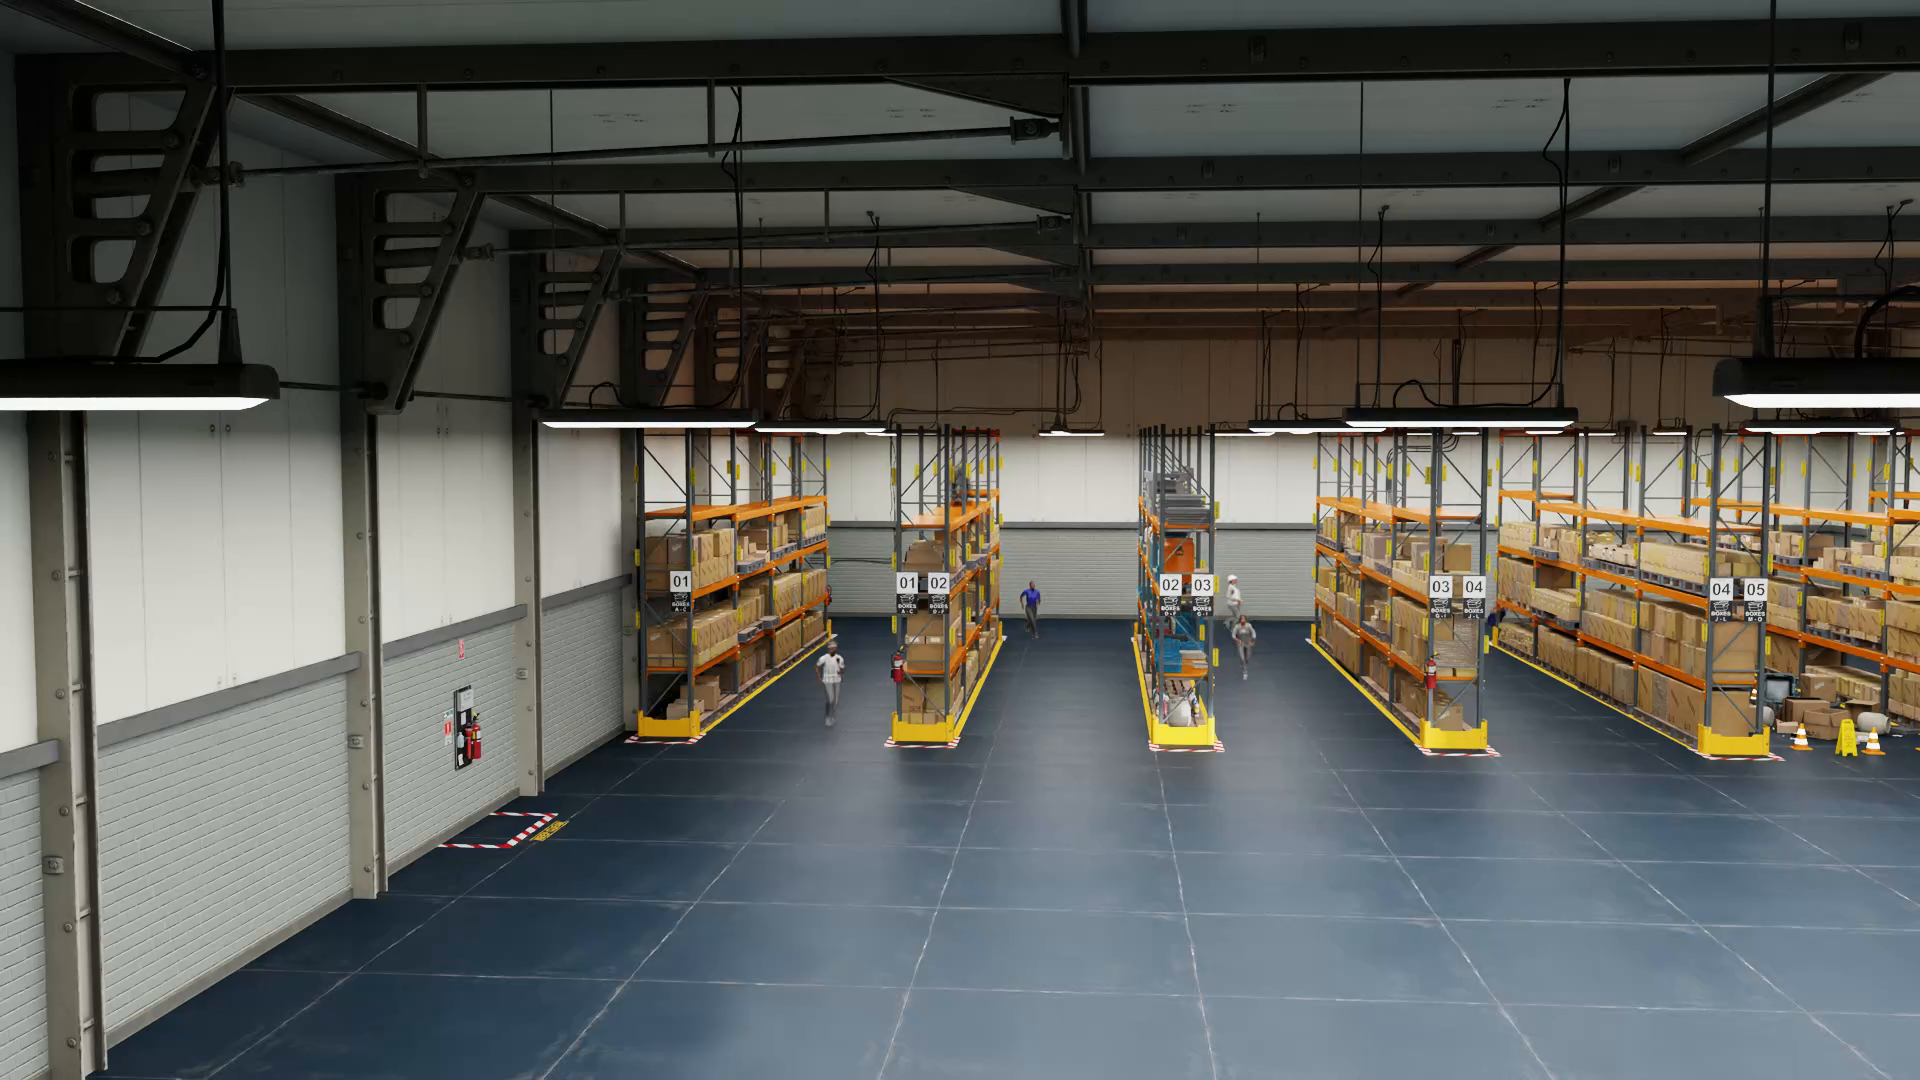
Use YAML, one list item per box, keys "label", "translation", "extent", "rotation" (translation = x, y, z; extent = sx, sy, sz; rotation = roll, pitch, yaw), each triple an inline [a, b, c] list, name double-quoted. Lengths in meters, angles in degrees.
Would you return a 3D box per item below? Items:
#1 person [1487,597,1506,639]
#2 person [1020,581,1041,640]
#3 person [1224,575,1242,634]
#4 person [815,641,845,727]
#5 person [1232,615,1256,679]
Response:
- label: "person"
  translation: [15.299, 2.058, 47.368]
  extent: [0.512, 1.574, 0.644]
  rotation: [0, 4, 7]
- label: "person"
  translation: [2.042, 2.006, 47.770]
  extent: [0.599, 1.643, 0.957]
  rotation: [-1, 4, -20]
- label: "person"
  translation: [8.037, 1.888, 48.872]
  extent: [0.608, 1.722, 0.657]
  rotation: [2, 4, 26]
- label: "person"
  translation: [-2.554, 2.865, 33.118]
  extent: [0.549, 1.711, 0.691]
  rotation: [-2, 4, -23]
- label: "person"
  translation: [6.792, 2.547, 39.809]
  extent: [0.575, 1.557, 0.653]
  rotation: [0, 3, 2]
